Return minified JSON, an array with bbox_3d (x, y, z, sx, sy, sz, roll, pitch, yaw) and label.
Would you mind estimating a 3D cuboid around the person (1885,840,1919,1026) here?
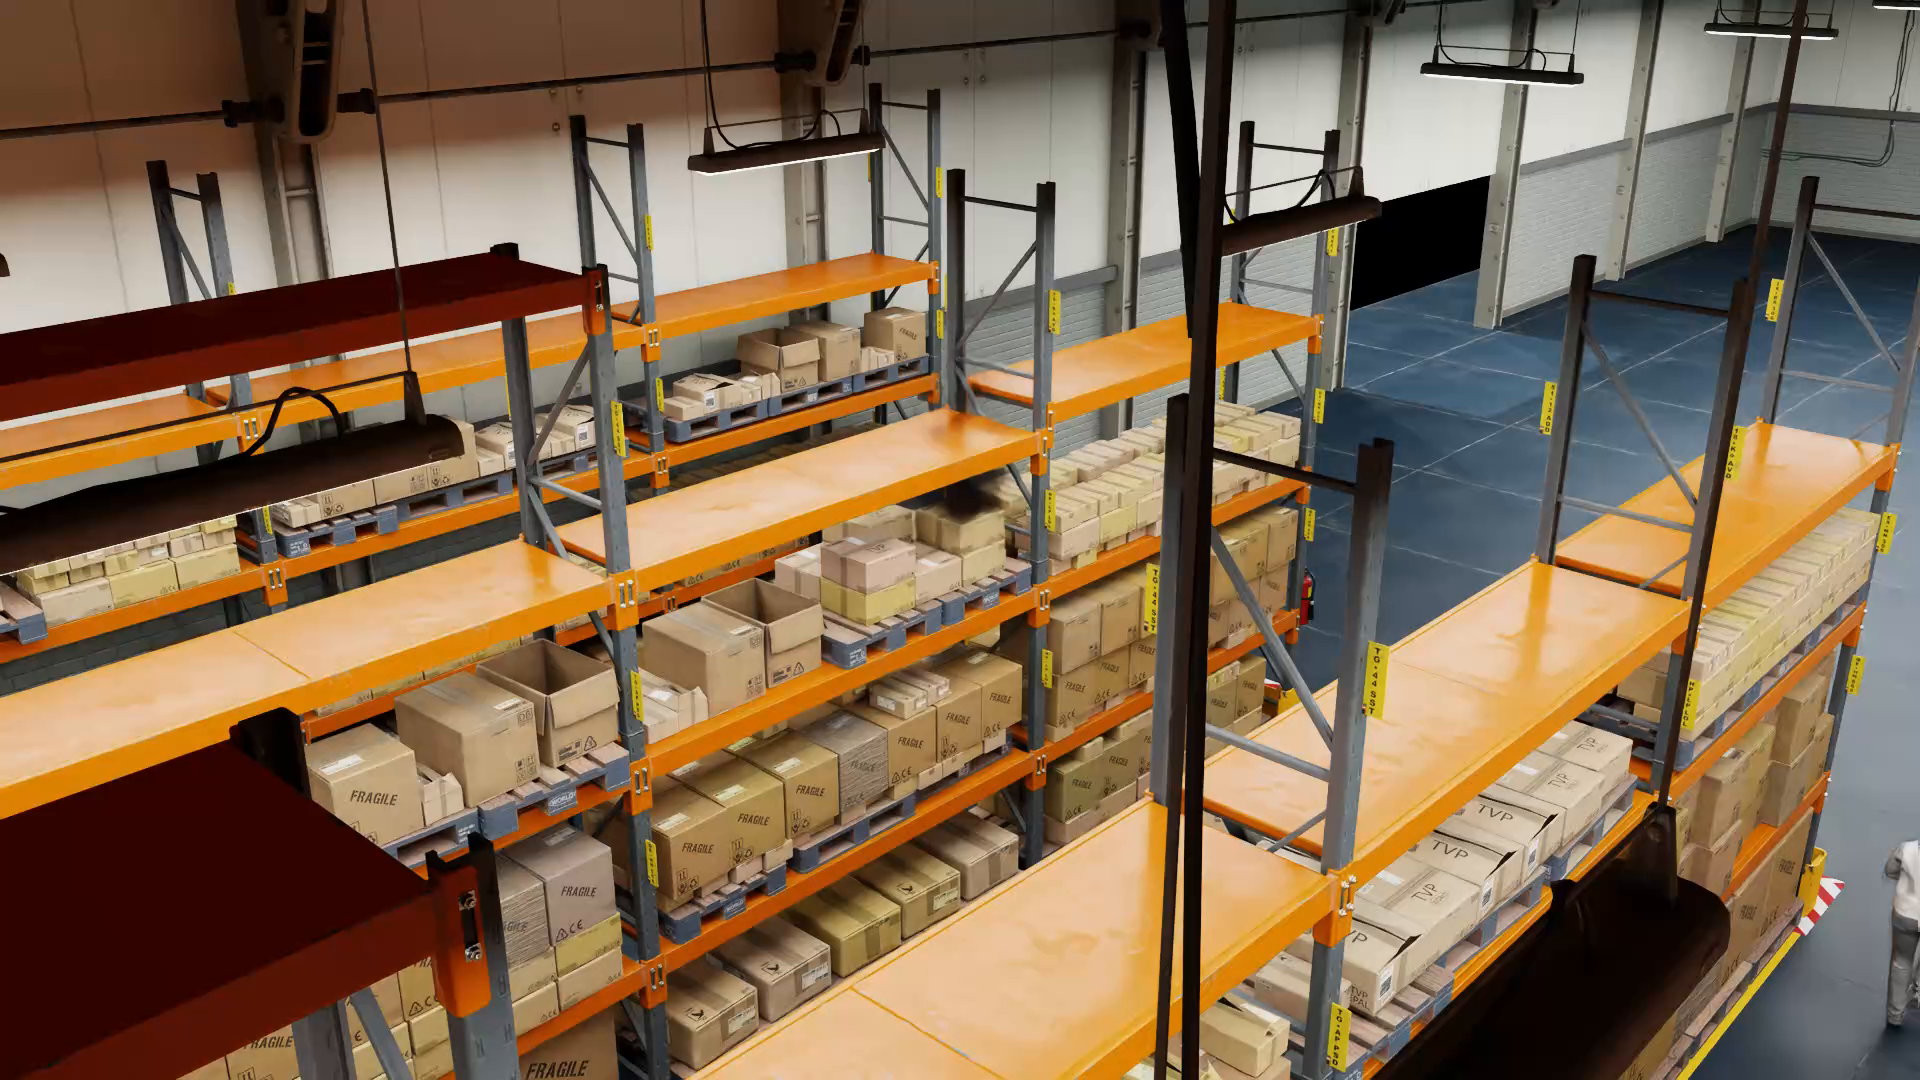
[{"bbox_3d":[7.218,2.772,12.427,0.644,1.751,0.642,14,25,31],"label":"person"}]
